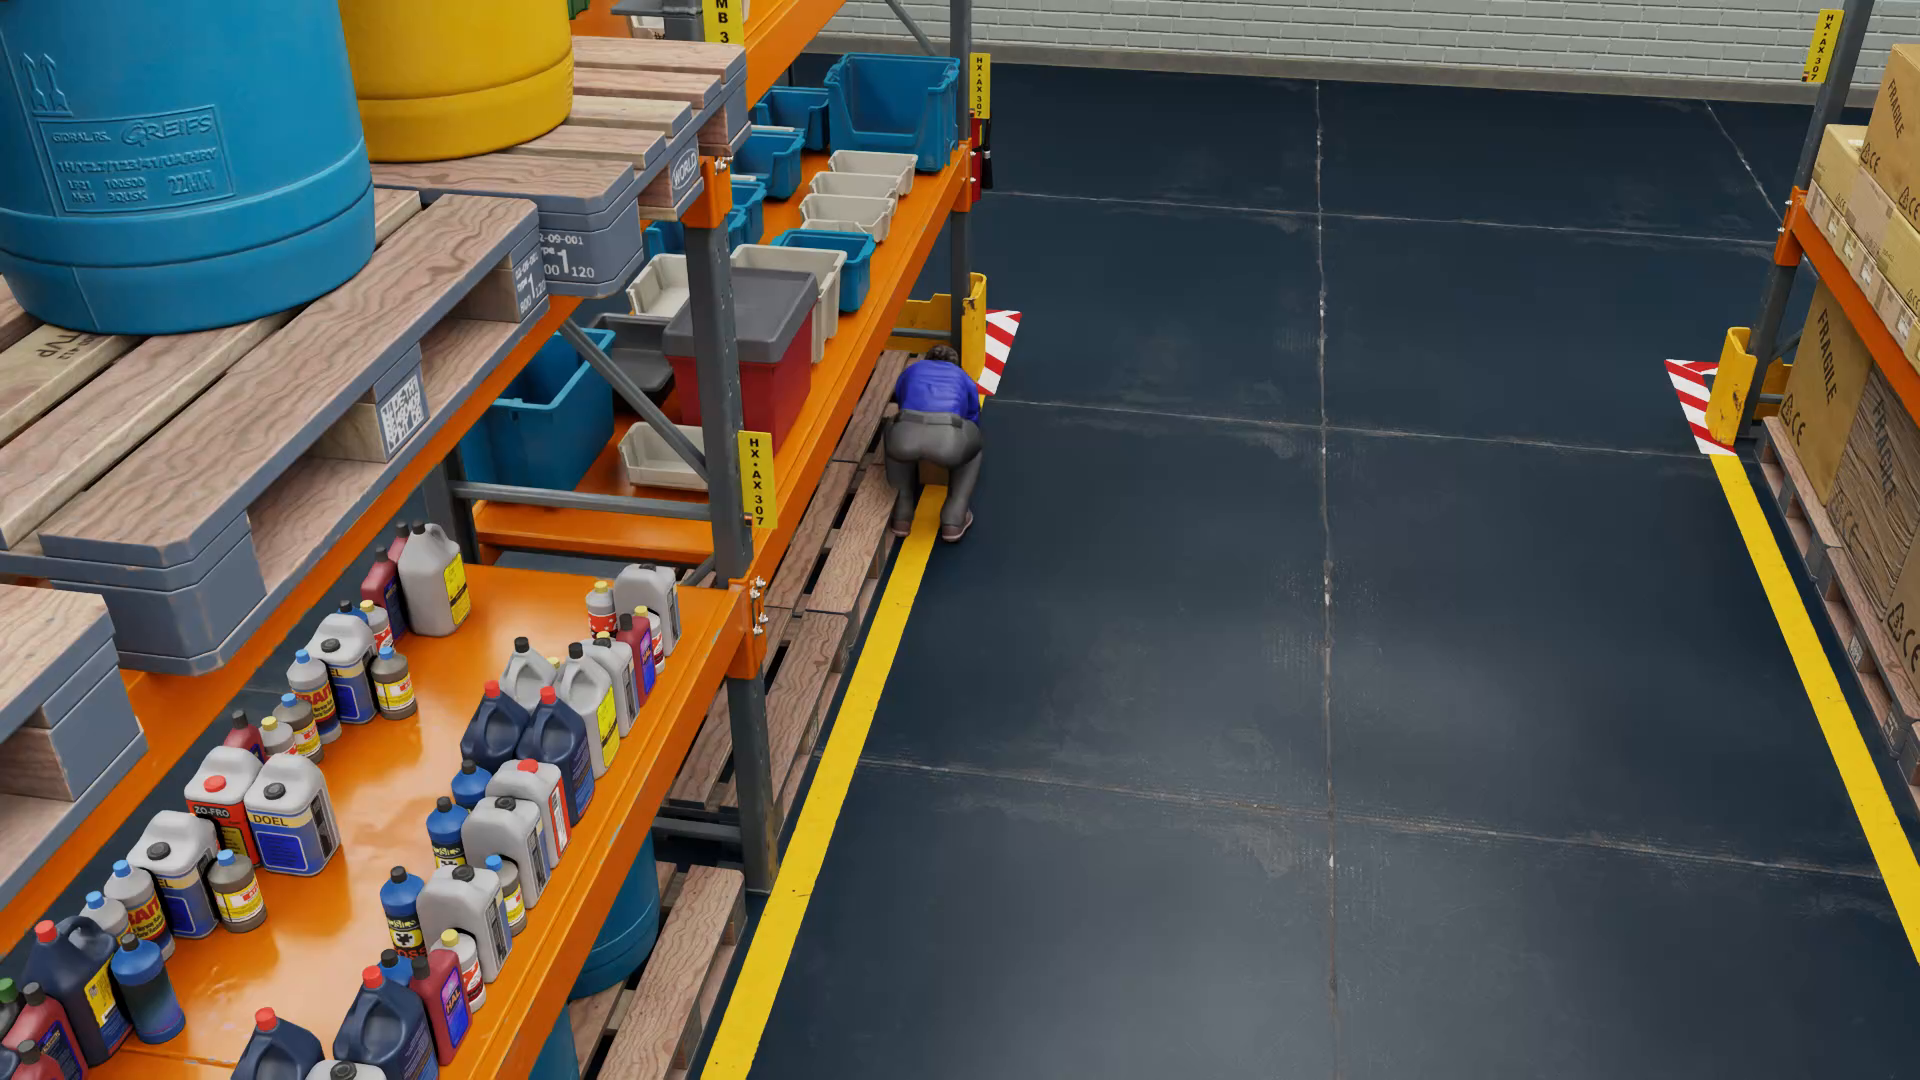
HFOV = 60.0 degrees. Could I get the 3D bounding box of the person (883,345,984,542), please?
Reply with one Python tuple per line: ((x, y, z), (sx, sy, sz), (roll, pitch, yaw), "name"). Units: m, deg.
((-0.121, -0.451, 7.722), (0.465, 0.766, 0.873), (4, 33, 6), "person")
